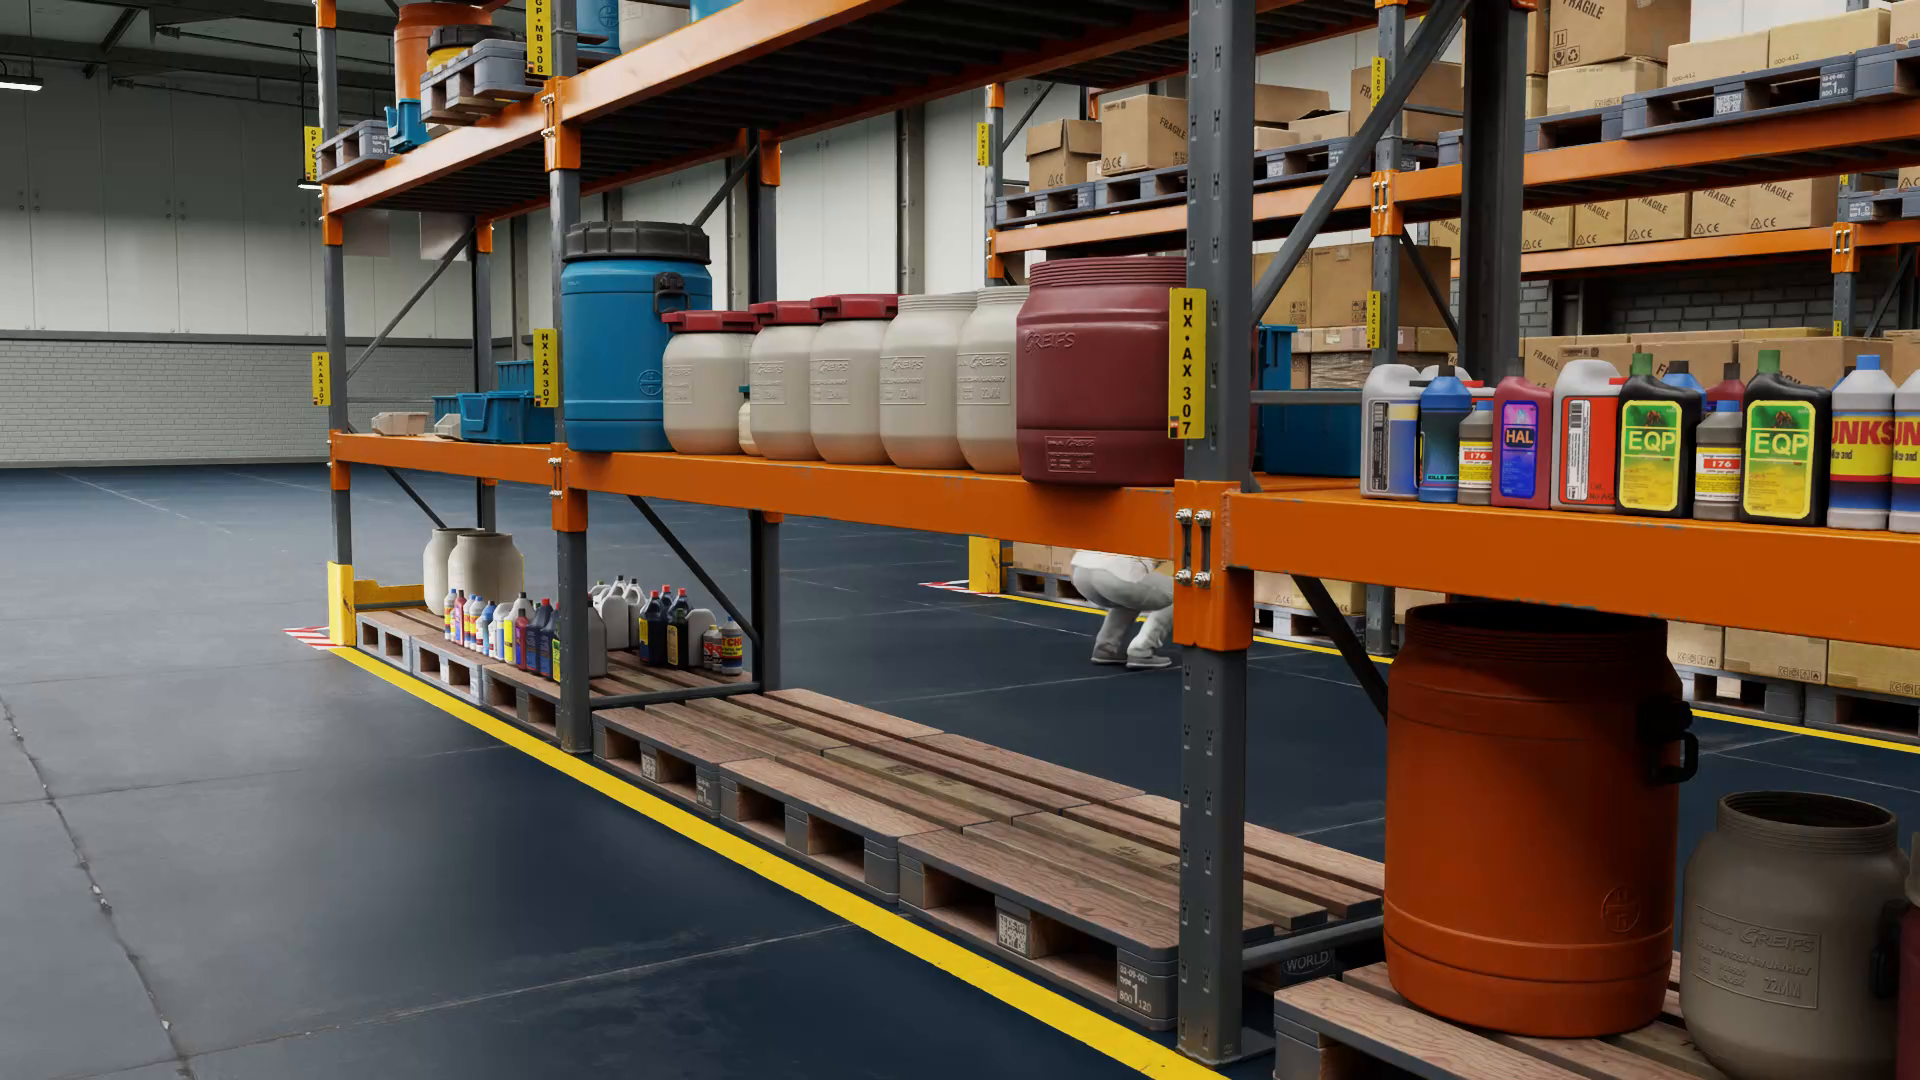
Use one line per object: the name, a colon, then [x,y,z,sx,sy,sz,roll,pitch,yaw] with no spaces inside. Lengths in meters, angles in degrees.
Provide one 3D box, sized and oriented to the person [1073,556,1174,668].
person: [1.025,0.216,9.509,0.817,1.002,0.520,-3,6,-34]
